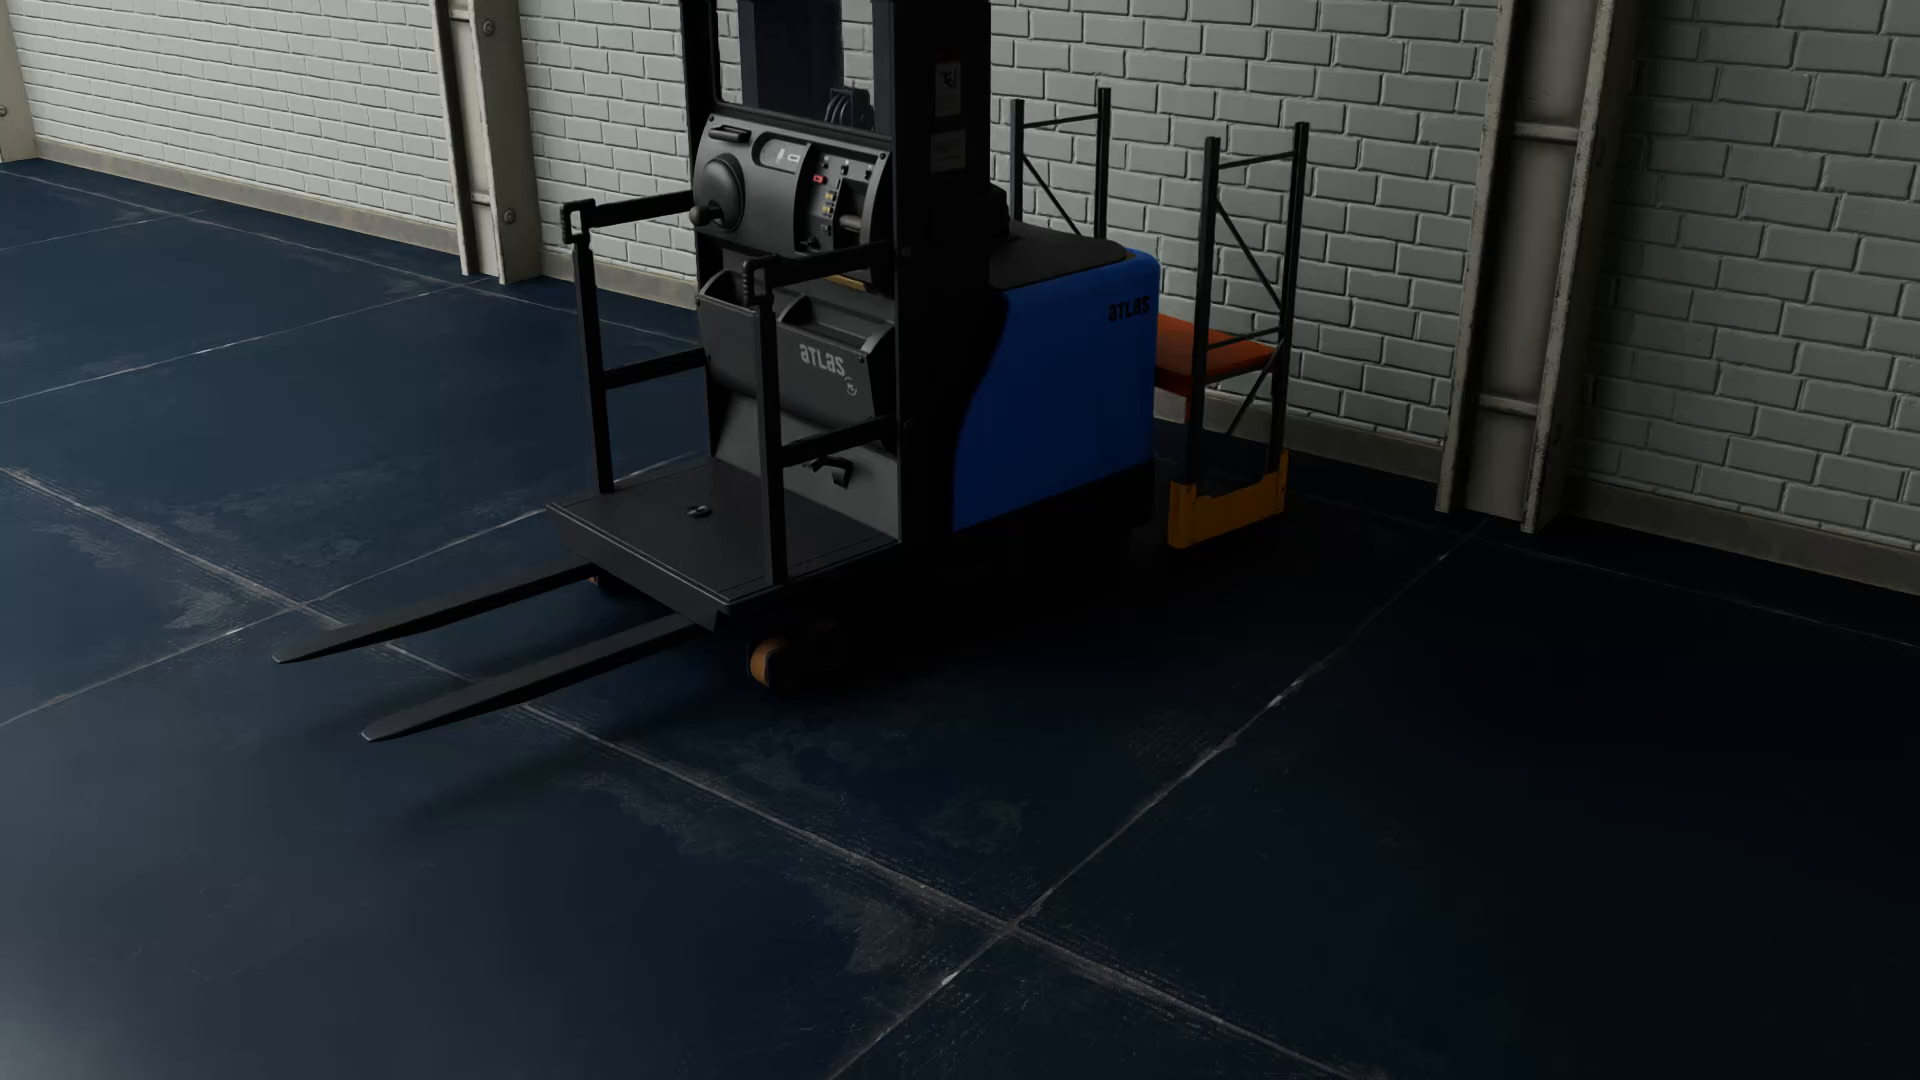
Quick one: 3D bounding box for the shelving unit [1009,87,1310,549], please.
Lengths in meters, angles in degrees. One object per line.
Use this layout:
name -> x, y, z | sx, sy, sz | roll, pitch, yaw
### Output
shelving unit -> 0.709, -0.895, 6.421 | 0.587, 1.500, 1.083 | -18, 29, -35

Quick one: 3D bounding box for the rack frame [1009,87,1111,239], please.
rack frame -> 0.397, -1.052, 6.777 | 0.500, 1.500, 0.032 | -18, 29, -35

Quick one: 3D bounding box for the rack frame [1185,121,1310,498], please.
rack frame -> 1.033, -0.732, 6.051 | 0.500, 1.500, 0.032 | -18, 29, -35

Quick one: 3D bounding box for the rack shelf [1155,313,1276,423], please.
rack shelf -> 0.715, -0.727, 6.487 | 0.538, 0.185, 1.000 | -18, 29, -35

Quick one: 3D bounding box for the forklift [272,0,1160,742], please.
forklift -> -0.699, -1.109, 5.131 | 3.031, 2.935, 1.130 | -20, 31, -38

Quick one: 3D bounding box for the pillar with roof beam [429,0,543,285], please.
pillar with roof beam -> -5.272, -4.299, 4.847 | 0.400, 9.000, 9.100 | 17, 29, 33

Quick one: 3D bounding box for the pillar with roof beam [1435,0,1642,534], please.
pillar with roof beam -> -0.471, -2.848, 1.554 | 0.400, 9.000, 9.100 | 17, 29, 33

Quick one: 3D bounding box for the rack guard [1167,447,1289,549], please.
rack guard -> 1.021, -0.166, 6.317 | 0.587, 0.250, 0.087 | -18, 29, -35

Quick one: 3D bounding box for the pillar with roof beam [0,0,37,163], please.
pillar with roof beam -> -10.073, -5.750, 8.140 | 0.400, 9.000, 9.100 | 17, 29, 33
